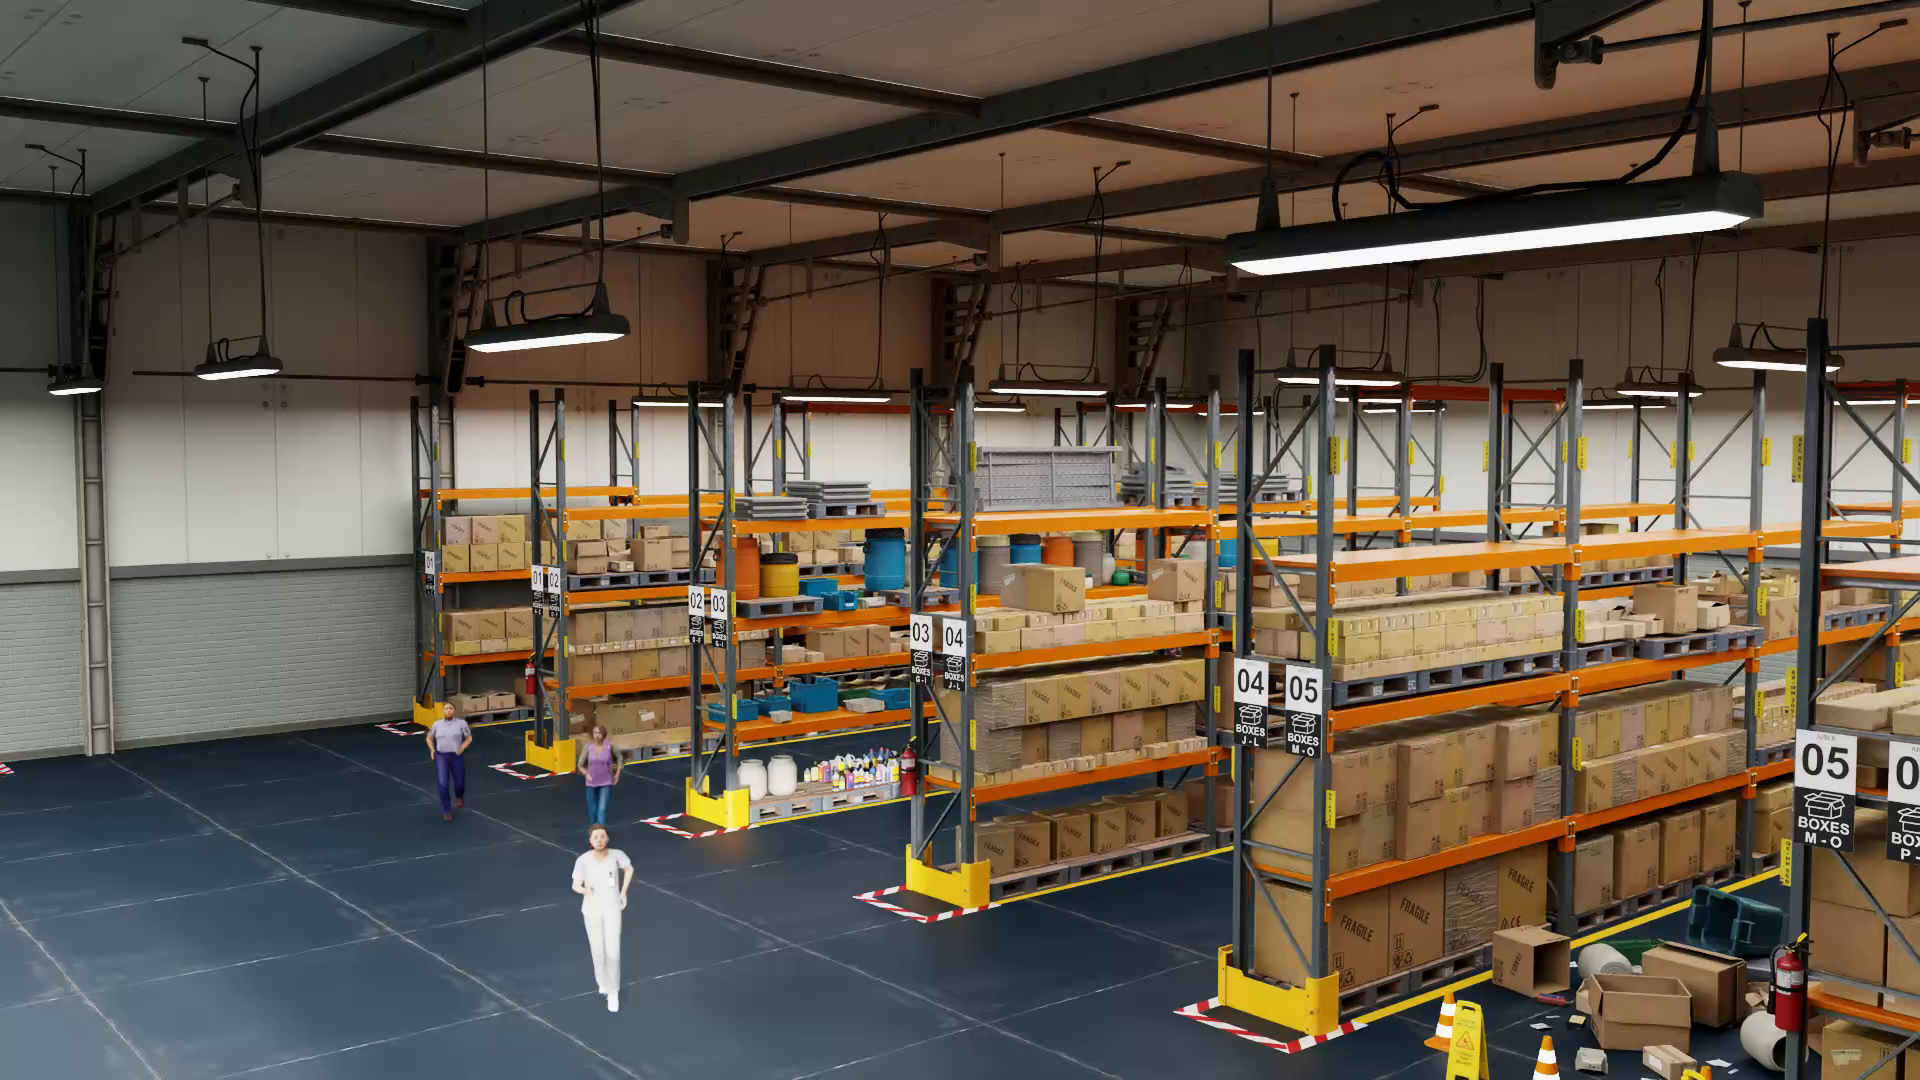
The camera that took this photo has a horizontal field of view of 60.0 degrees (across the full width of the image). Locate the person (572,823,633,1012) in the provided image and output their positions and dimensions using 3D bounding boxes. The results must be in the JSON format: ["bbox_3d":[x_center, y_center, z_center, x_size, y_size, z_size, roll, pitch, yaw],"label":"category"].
[{"bbox_3d":[-3.285,3.441,15.233,0.520,1.705,0.731,0,3,-8],"label":"person"}]

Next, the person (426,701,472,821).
[{"bbox_3d":[-7.025,3.015,22.870,0.613,1.599,0.688,-1,3,-15],"label":"person"}]

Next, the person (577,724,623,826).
[{"bbox_3d":[-4.577,3.126,21.165,0.566,1.604,0.746,0,3,-6],"label":"person"}]
